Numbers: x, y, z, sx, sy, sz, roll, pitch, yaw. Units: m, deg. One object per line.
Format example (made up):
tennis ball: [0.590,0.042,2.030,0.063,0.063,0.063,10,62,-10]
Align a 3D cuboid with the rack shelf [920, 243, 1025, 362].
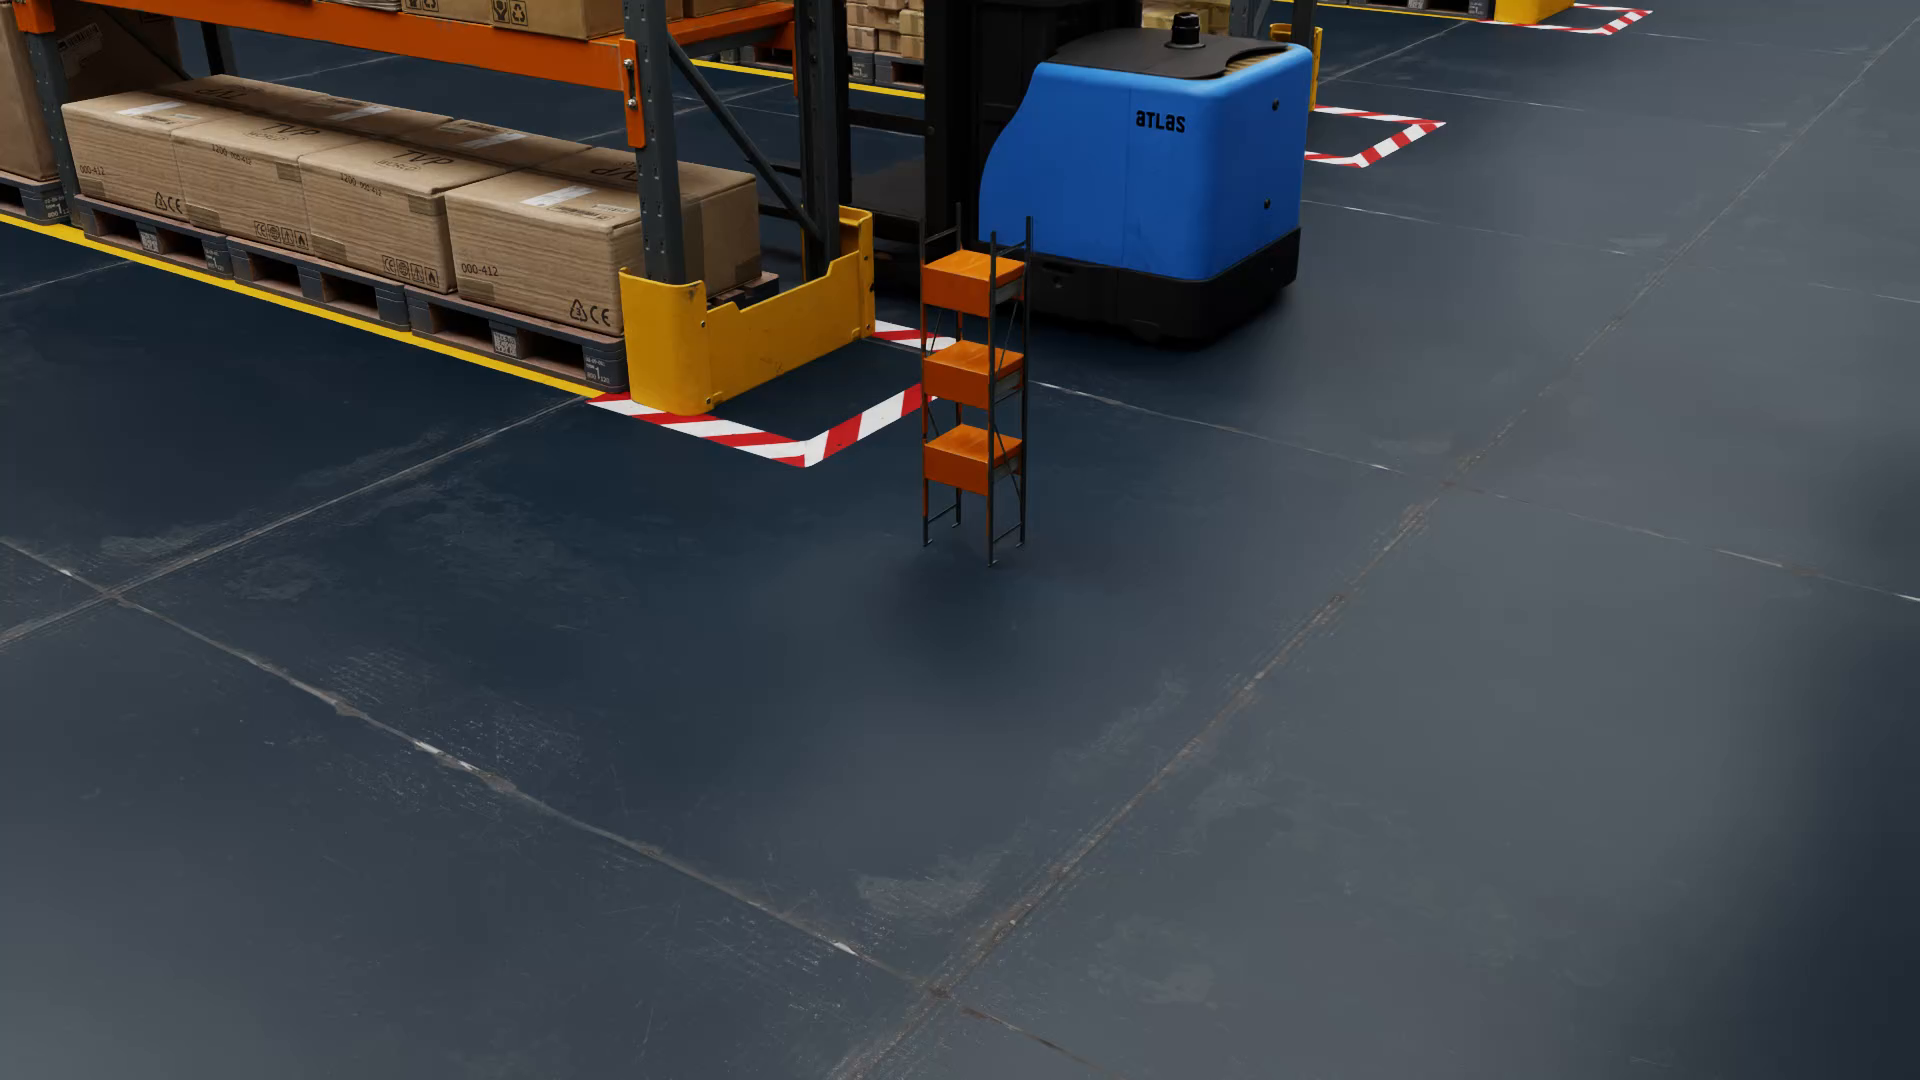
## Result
rack shelf: [0.044,-0.698,4.861,0.240,0.259,0.215,17,32,30]

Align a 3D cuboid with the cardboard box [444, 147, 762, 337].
cardboard box: [-1.421,-1.228,6.717,0.875,0.438,0.875,16,31,29]

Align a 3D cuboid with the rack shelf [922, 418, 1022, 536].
rack shelf: [0.044,-0.197,5.116,0.240,0.259,0.215,17,32,30]

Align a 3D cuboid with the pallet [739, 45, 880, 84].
pallet: [-0.825,-3.552,11.997,1.213,0.211,1.003,17,32,30]

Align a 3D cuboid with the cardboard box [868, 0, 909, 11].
cardboard box: [-0.411,-3.676,11.191,0.250,0.149,0.380,18,32,31]

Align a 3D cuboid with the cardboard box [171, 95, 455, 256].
cardboard box: [-2.923,-1.692,7.629,0.875,0.438,0.875,16,31,29]

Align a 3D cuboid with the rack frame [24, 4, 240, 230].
rack frame: [-4.118,-3.077,7.990,0.127,3.000,1.000,17,32,30]

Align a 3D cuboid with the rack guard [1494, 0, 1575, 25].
rack guard: [4.810,-4.635,13.807,0.348,0.500,1.175,17,32,30]

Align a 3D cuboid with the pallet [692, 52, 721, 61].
pallet: [-2.041,-3.911,12.702,1.213,0.211,1.003,17,32,30]

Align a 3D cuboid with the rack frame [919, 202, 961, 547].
rack frame: [-0.056,-0.485,5.046,0.008,1.050,0.200,17,32,30]

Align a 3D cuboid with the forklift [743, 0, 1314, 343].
forklift: [-0.019,-2.607,7.141,3.031,2.935,1.130,17,31,29]

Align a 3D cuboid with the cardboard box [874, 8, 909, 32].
cardboard box: [-0.366,-3.560,11.291,0.250,0.149,0.380,19,33,33]

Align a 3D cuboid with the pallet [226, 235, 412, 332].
pallet: [-2.526,-1.297,7.566,1.213,0.211,1.003,17,32,30]

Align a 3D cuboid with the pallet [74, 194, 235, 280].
pallet: [-3.535,-1.610,8.181,1.213,0.211,1.003,17,32,30]

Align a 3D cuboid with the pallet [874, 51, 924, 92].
pallet: [0.185,-3.239,11.382,1.213,0.211,1.003,17,32,30]

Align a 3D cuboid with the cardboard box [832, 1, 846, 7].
cardboard box: [-0.800,-3.710,11.585,0.250,0.149,0.380,17,32,30]

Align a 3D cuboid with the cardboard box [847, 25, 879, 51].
cardboard box: [-0.589,-3.498,11.496,0.250,0.149,0.380,17,31,29]

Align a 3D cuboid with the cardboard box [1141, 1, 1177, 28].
cardboard box: [1.144,-3.236,10.325,0.250,0.149,0.380,18,32,31]

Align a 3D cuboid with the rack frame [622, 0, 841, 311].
rack frame: [-0.821,-2.050,5.972,0.127,3.000,1.000,17,32,30]

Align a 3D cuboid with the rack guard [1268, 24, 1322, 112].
rack guard: [1.836,-2.832,10.264,0.348,0.500,1.175,17,32,30]

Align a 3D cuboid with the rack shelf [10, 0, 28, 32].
rack shelf: [-5.766,-3.270,9.162,4.000,0.370,1.077,17,32,30]

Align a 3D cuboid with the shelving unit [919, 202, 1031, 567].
shelving unit: [0.044,-0.454,4.985,0.252,1.050,0.215,17,32,30]

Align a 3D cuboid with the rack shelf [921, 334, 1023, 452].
rack shelf: [0.044,-0.445,4.990,0.240,0.259,0.215,17,32,30]

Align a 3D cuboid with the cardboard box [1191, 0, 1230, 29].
cardboard box: [1.659,-3.370,10.589,0.250,0.149,0.380,16,31,28]

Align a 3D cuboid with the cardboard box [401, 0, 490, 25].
cardboard box: [-1.773,-2.254,6.262,0.500,0.500,0.500,17,31,29]

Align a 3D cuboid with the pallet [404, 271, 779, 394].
pallet: [-1.524,-0.984,6.950,1.213,0.211,1.003,17,32,30]

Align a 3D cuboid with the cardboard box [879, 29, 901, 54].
cardboard box: [-0.348,-3.442,11.386,0.250,0.149,0.380,16,31,28]

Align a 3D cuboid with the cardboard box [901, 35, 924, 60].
cardboard box: [-0.188,-3.339,11.184,0.250,0.149,0.380,16,31,29]

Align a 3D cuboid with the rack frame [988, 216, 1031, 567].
rack frame: [0.145,-0.423,4.923,0.008,1.050,0.200,17,32,30]

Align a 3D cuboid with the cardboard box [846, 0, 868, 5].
cardboard box: [-0.574,-3.772,11.379,0.250,0.149,0.380,16,31,29]

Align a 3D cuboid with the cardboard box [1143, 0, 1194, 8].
cardboard box: [1.364,-3.396,10.640,0.250,0.149,0.380,18,32,31]

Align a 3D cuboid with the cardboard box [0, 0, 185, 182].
cardboard box: [-4.674,-2.447,8.631,0.875,0.875,0.875,18,32,32]

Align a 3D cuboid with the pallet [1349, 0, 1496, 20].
pallet: [4.087,-4.689,14.230,1.213,0.211,1.003,17,32,30]

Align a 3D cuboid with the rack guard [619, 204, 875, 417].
rack guard: [-0.801,-0.930,6.526,0.348,0.500,1.175,17,32,30]

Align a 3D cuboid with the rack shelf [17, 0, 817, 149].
rack shelf: [-2.469,-2.243,7.144,4.000,0.370,1.077,17,32,30]

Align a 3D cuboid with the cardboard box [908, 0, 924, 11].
cardboard box: [-0.139,-3.637,11.114,0.250,0.149,0.380,16,31,28]

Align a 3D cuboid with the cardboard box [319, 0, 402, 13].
cardboard box: [-2.203,-2.383,6.515,0.500,0.500,0.500,18,32,32]

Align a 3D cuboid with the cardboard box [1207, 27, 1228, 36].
cardboard box: [1.612,-3.207,10.596,0.250,0.149,0.380,19,32,32]

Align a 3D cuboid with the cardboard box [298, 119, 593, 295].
cardboard box: [-2.180,-1.460,7.173,0.875,0.438,0.875,18,32,32]

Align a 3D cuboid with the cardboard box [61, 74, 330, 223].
cardboard box: [-3.661,-1.921,8.080,0.875,0.438,0.875,17,31,30]

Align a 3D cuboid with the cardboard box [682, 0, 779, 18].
cardboard box: [-1.054,-2.325,6.402,0.500,0.500,0.500,17,32,30]

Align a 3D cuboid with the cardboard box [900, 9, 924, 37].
cardboard box: [-0.194,-3.472,11.117,0.250,0.149,0.380,17,32,30]

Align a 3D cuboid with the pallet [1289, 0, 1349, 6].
pallet: [3.085,-5.002,14.846,1.213,0.211,1.003,17,32,30]

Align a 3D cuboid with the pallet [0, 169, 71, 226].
pallet: [-4.797,-2.005,8.956,1.213,0.211,1.003,17,32,30]

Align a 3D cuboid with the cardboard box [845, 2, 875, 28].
cardboard box: [-0.579,-3.640,11.447,0.250,0.149,0.380,16,31,28]

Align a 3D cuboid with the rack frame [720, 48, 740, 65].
rack frame: [-1.399,-4.954,11.677,0.127,3.000,1.000,17,32,30]

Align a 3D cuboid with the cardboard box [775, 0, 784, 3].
cardboard box: [-1.281,-3.790,11.743,0.250,0.149,0.380,19,33,33]

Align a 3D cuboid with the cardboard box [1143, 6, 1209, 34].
cardboard box: [1.319,-3.150,10.156,0.250,0.149,0.380,18,32,31]

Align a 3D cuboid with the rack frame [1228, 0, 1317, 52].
rack frame: [1.899,-3.927,9.659,0.127,3.000,1.000,17,32,30]

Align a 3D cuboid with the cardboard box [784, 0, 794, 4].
cardboard box: [-1.022,-3.759,11.682,0.250,0.149,0.380,18,32,31]

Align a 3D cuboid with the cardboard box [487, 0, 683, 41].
cardboard box: [-1.368,-2.120,5.998,0.500,0.500,0.500,18,32,31]
